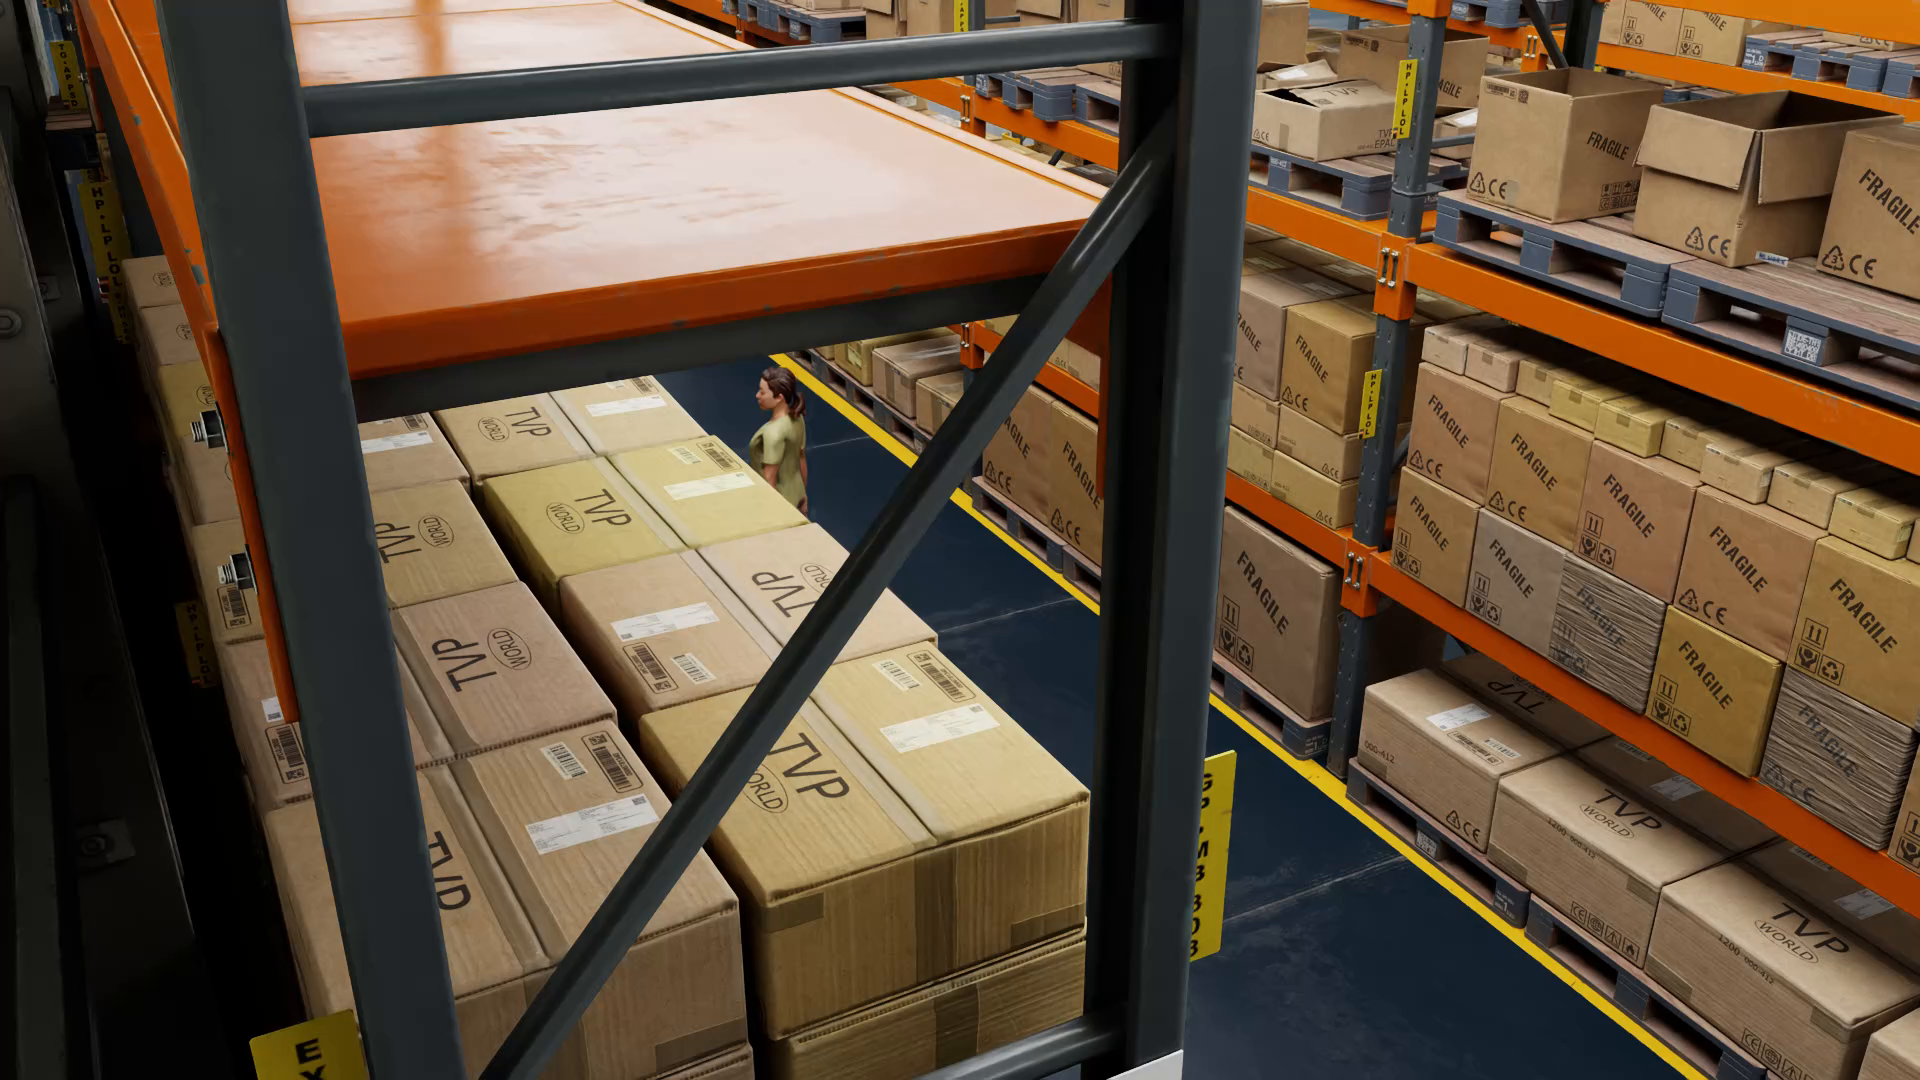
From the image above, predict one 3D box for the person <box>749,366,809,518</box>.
[{"bbox_3d":[-1.000,-0.197,9.514,0.779,1.642,0.471,8,27,16],"label":"person"}]
